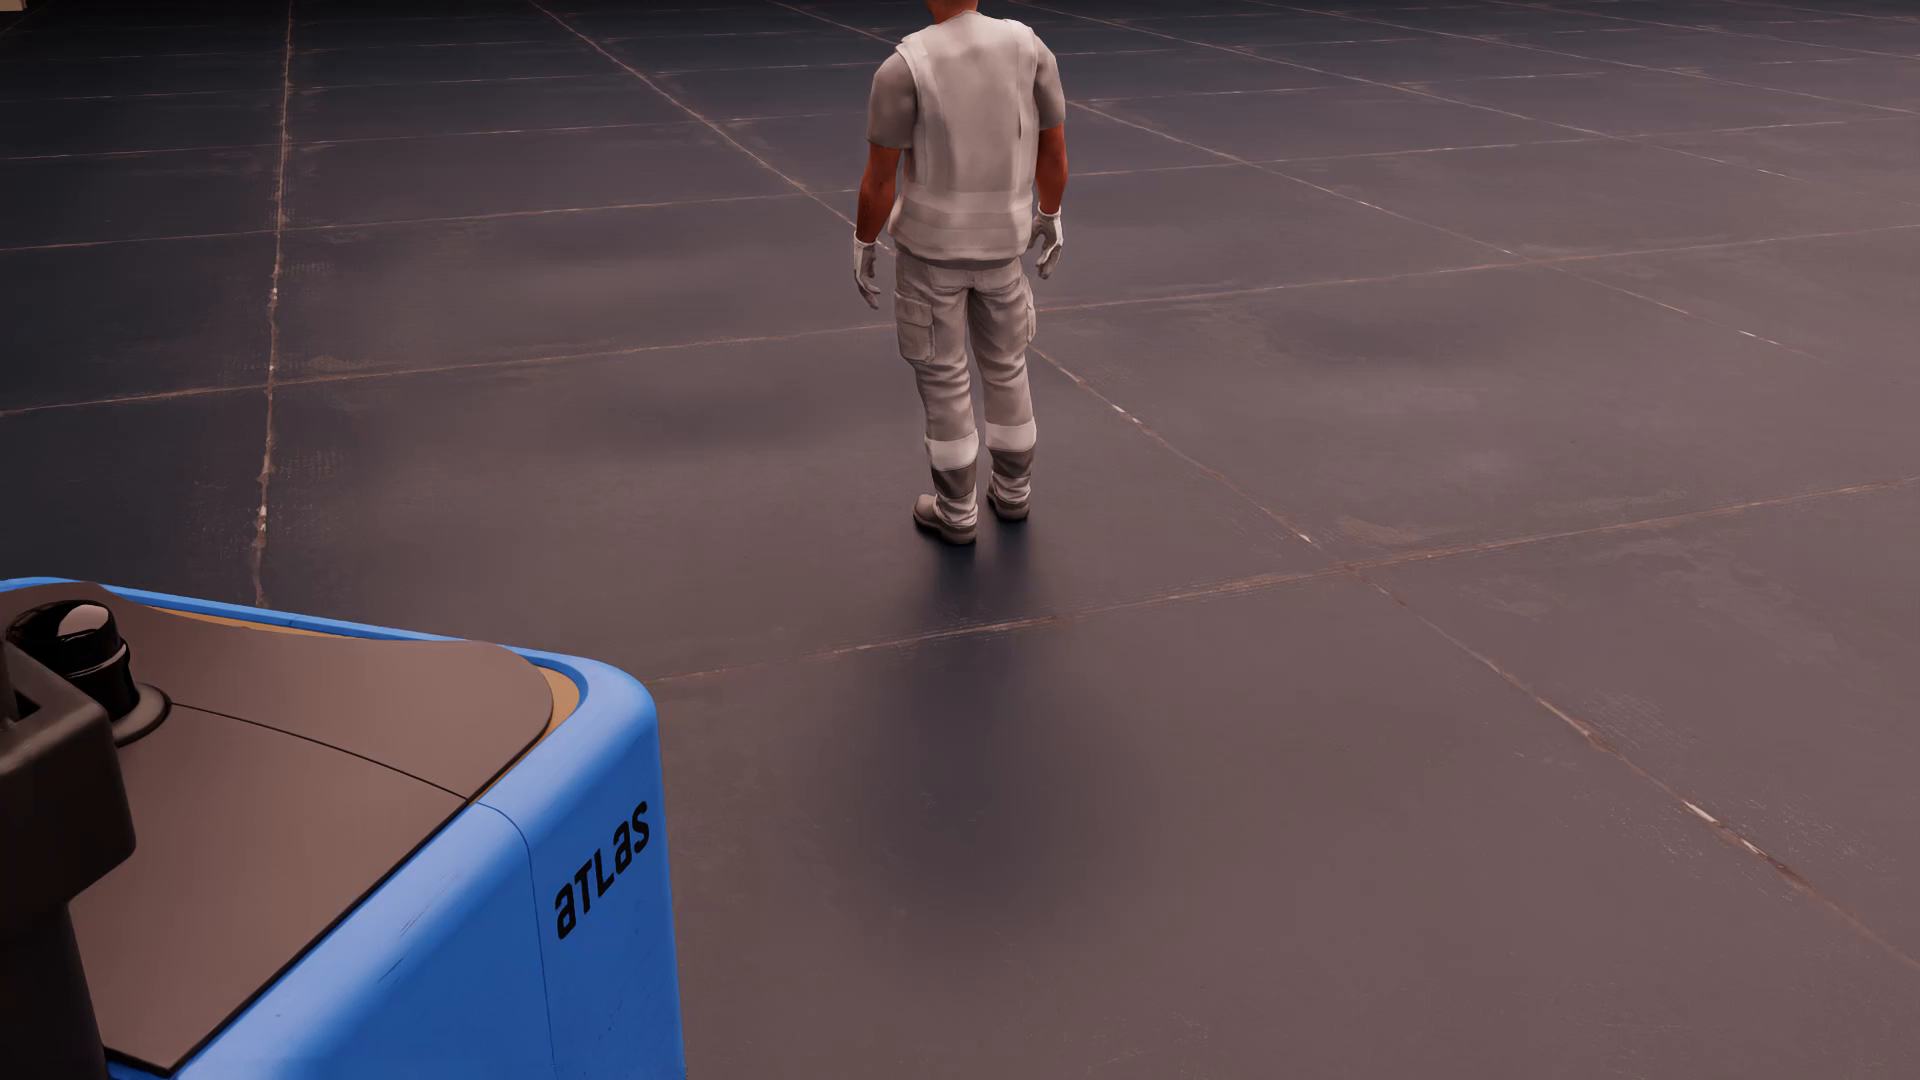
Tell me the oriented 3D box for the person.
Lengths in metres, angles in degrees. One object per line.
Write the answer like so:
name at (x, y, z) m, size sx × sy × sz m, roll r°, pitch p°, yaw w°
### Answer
person at (-0.016, -0.863, 4.804) m, size 0.637 × 1.790 × 0.562 m, roll -8°, pitch 24°, yaw -18°
